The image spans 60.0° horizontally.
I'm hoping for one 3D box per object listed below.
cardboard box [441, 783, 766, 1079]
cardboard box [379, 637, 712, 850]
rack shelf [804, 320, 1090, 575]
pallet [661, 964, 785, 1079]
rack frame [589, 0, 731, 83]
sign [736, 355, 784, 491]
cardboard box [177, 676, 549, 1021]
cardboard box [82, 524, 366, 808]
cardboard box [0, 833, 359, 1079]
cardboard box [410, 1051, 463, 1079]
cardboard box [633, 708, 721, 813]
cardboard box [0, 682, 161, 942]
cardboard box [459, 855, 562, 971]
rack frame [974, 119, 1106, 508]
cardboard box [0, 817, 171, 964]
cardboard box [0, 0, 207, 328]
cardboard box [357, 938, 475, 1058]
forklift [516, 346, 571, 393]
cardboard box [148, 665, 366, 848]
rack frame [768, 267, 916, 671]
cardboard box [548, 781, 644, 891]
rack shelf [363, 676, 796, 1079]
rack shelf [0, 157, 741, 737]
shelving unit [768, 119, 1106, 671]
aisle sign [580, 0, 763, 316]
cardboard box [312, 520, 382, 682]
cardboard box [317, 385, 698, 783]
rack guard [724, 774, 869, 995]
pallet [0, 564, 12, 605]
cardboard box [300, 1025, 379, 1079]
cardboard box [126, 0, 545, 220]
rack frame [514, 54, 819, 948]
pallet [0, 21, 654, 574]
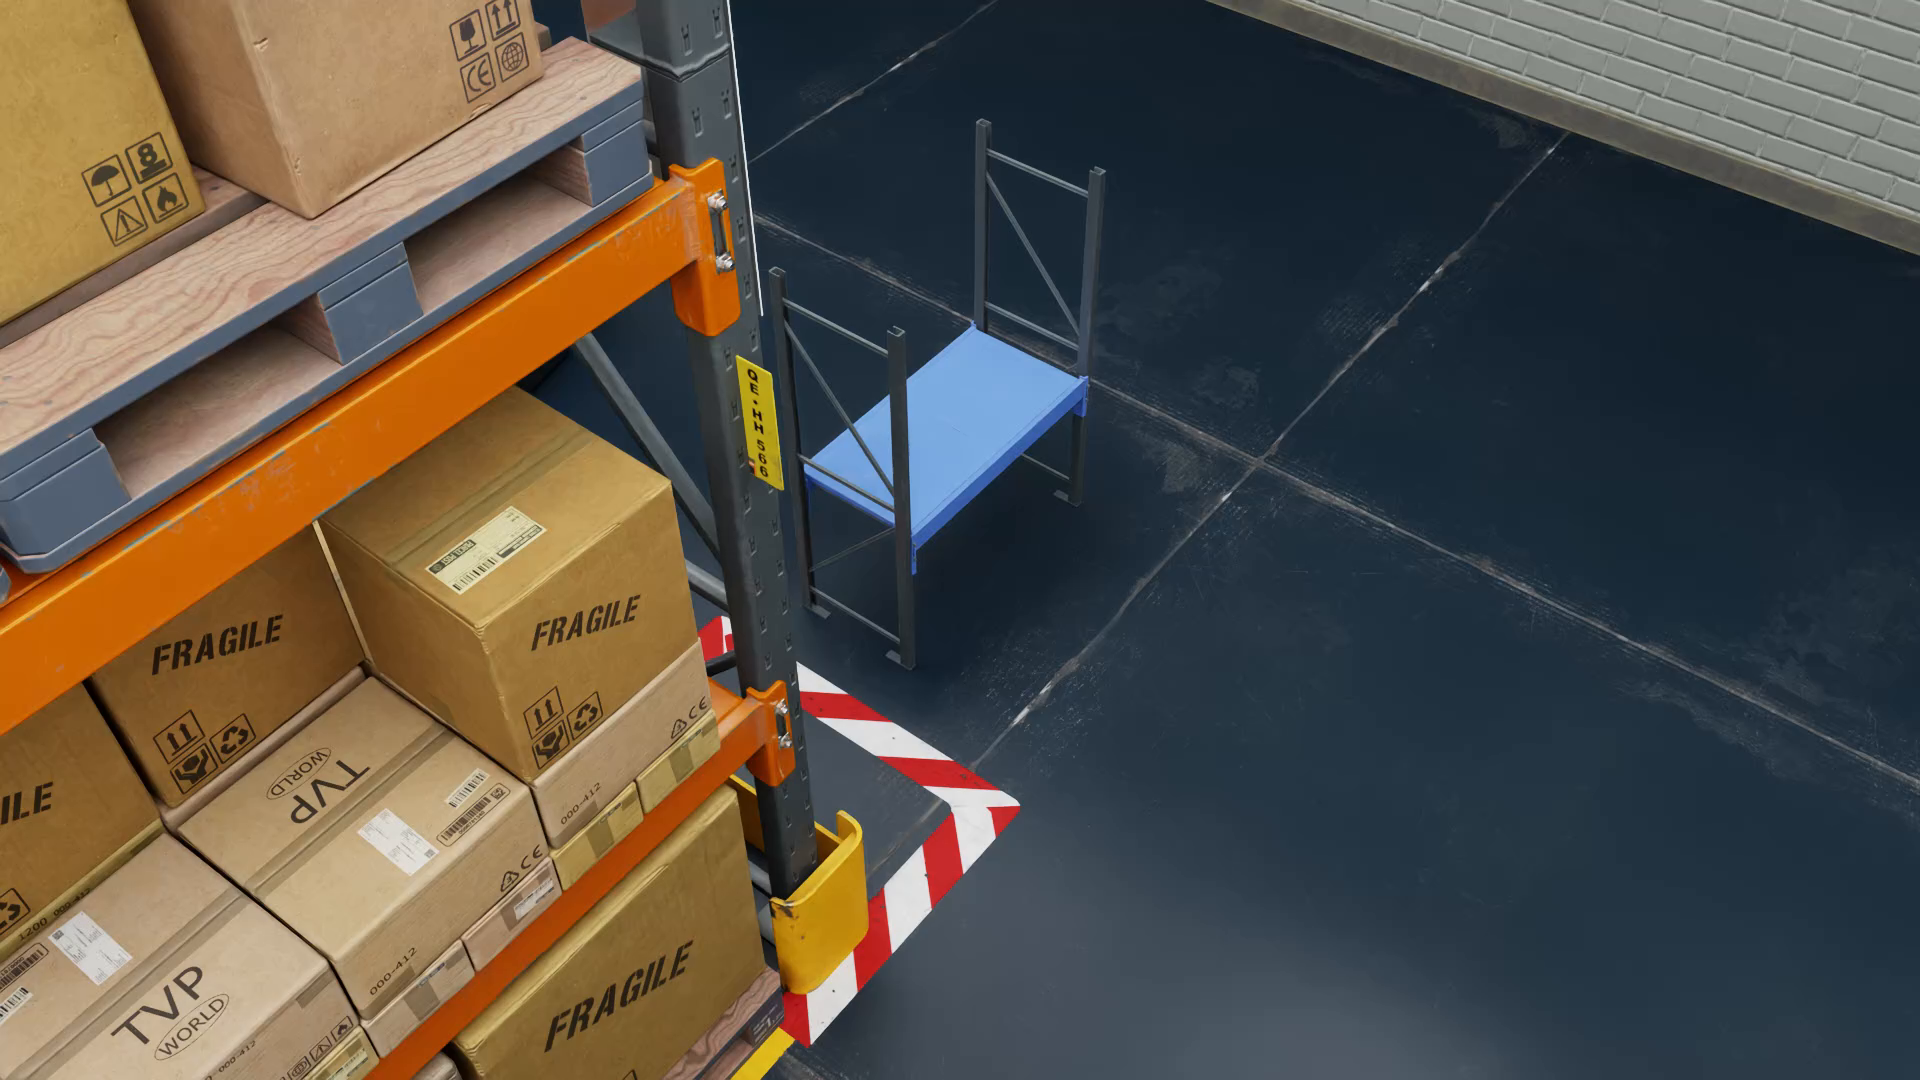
[{"bbox_3d":[-1.164,0.986,4.413,0.875,0.875,0.875,29,53,25],"label":"cardboard box"},{"bbox_3d":[-0.922,0.339,3.750,0.500,0.250,0.500,28,53,24],"label":"cardboard box"},{"bbox_3d":[-0.052,-0.345,5.791,0.538,0.185,1.000,29,53,25],"label":"rack shelf"},{"bbox_3d":[-1.263,1.451,4.718,1.003,0.211,1.213,29,53,25],"label":"pallet"},{"bbox_3d":[-0.836,-2.077,2.011,1.000,3.000,0.127,29,53,25],"label":"rack frame"},{"bbox_3d":[-0.415,-0.239,3.439,0.100,0.325,0.005,29,53,25],"label":"sign"},{"bbox_3d":[-1.233,0.629,3.473,0.500,0.250,0.500,28,53,24],"label":"cardboard box"},{"bbox_3d":[-1.649,0.127,3.434,0.500,0.500,0.500,28,52,24],"label":"cardboard box"},{"bbox_3d":[-1.544,0.920,3.194,0.500,0.250,0.500,27,52,24],"label":"cardboard box"},{"bbox_3d":[-1.720,1.506,3.916,0.875,0.875,0.875,29,53,25],"label":"cardboard box"},{"bbox_3d":[-0.793,0.431,3.937,0.380,0.149,0.250,30,53,26],"label":"cardboard box"},{"bbox_3d":[-1.961,0.426,3.148,0.500,0.500,0.500,28,52,24],"label":"cardboard box"},{"bbox_3d":[-1.106,0.725,3.657,0.380,0.149,0.250,29,53,25],"label":"cardboard box"},{"bbox_3d":[0.259,-0.760,5.939,0.500,1.500,0.032,29,53,25],"label":"rack frame"},{"bbox_3d":[-1.966,0.686,3.418,0.500,0.250,0.500,28,52,24],"label":"cardboard box"},{"bbox_3d":[-1.551,-0.665,2.308,0.700,0.500,0.500,27,52,24],"label":"cardboard box"},{"bbox_3d":[-1.259,0.867,3.521,0.380,0.149,0.250,30,53,26],"label":"cardboard box"},{"bbox_3d":[-3.033,-2.150,6.277,3.031,2.935,1.130,18,49,16],"label":"forklift"},{"bbox_3d":[-1.655,0.400,3.691,0.500,0.250,0.500,29,53,25],"label":"cardboard box"},{"bbox_3d":[-0.363,-0.178,5.383,0.500,1.500,0.032,29,53,25],"label":"rack frame"},{"bbox_3d":[-0.951,0.581,3.794,0.380,0.149,0.250,30,53,25],"label":"cardboard box"},{"bbox_3d":[-2.059,1.388,3.347,1.077,0.370,4.000,29,53,25],"label":"rack shelf"},{"bbox_3d":[-2.059,0.352,2.262,1.077,0.370,4.000,29,53,25],"label":"rack shelf"},{"bbox_3d":[-0.052,-0.469,5.661,0.538,1.500,1.048,29,53,25],"label":"shelving unit"},{"bbox_3d":[-0.554,-0.811,3.153,0.394,0.787,0.004,29,53,25],"label":"aisle sign"},{"bbox_3d":[-1.343,0.100,3.978,0.500,0.250,0.500,28,52,24],"label":"cardboard box"},{"bbox_3d":[-0.926,0.080,3.478,0.500,0.500,0.500,30,53,25],"label":"cardboard box"},{"bbox_3d":[-0.821,0.845,5.097,1.175,0.500,0.348,29,53,25],"label":"rack guard"},{"bbox_3d":[-2.027,0.120,2.048,1.003,0.211,1.213,29,53,25],"label":"pallet"},{"bbox_3d":[-1.416,1.016,3.378,0.380,0.149,0.250,28,52,24],"label":"cardboard box"},{"bbox_3d":[-1.111,-0.934,2.564,0.700,0.500,0.500,26,52,23],"label":"cardboard box"},{"bbox_3d":[-0.836,-0.005,4.180,1.000,3.000,0.127,29,53,25],"label":"rack frame"},{"bbox_3d":[-1.281,-0.581,2.718,1.003,0.211,1.213,29,53,25],"label":"pallet"}]
